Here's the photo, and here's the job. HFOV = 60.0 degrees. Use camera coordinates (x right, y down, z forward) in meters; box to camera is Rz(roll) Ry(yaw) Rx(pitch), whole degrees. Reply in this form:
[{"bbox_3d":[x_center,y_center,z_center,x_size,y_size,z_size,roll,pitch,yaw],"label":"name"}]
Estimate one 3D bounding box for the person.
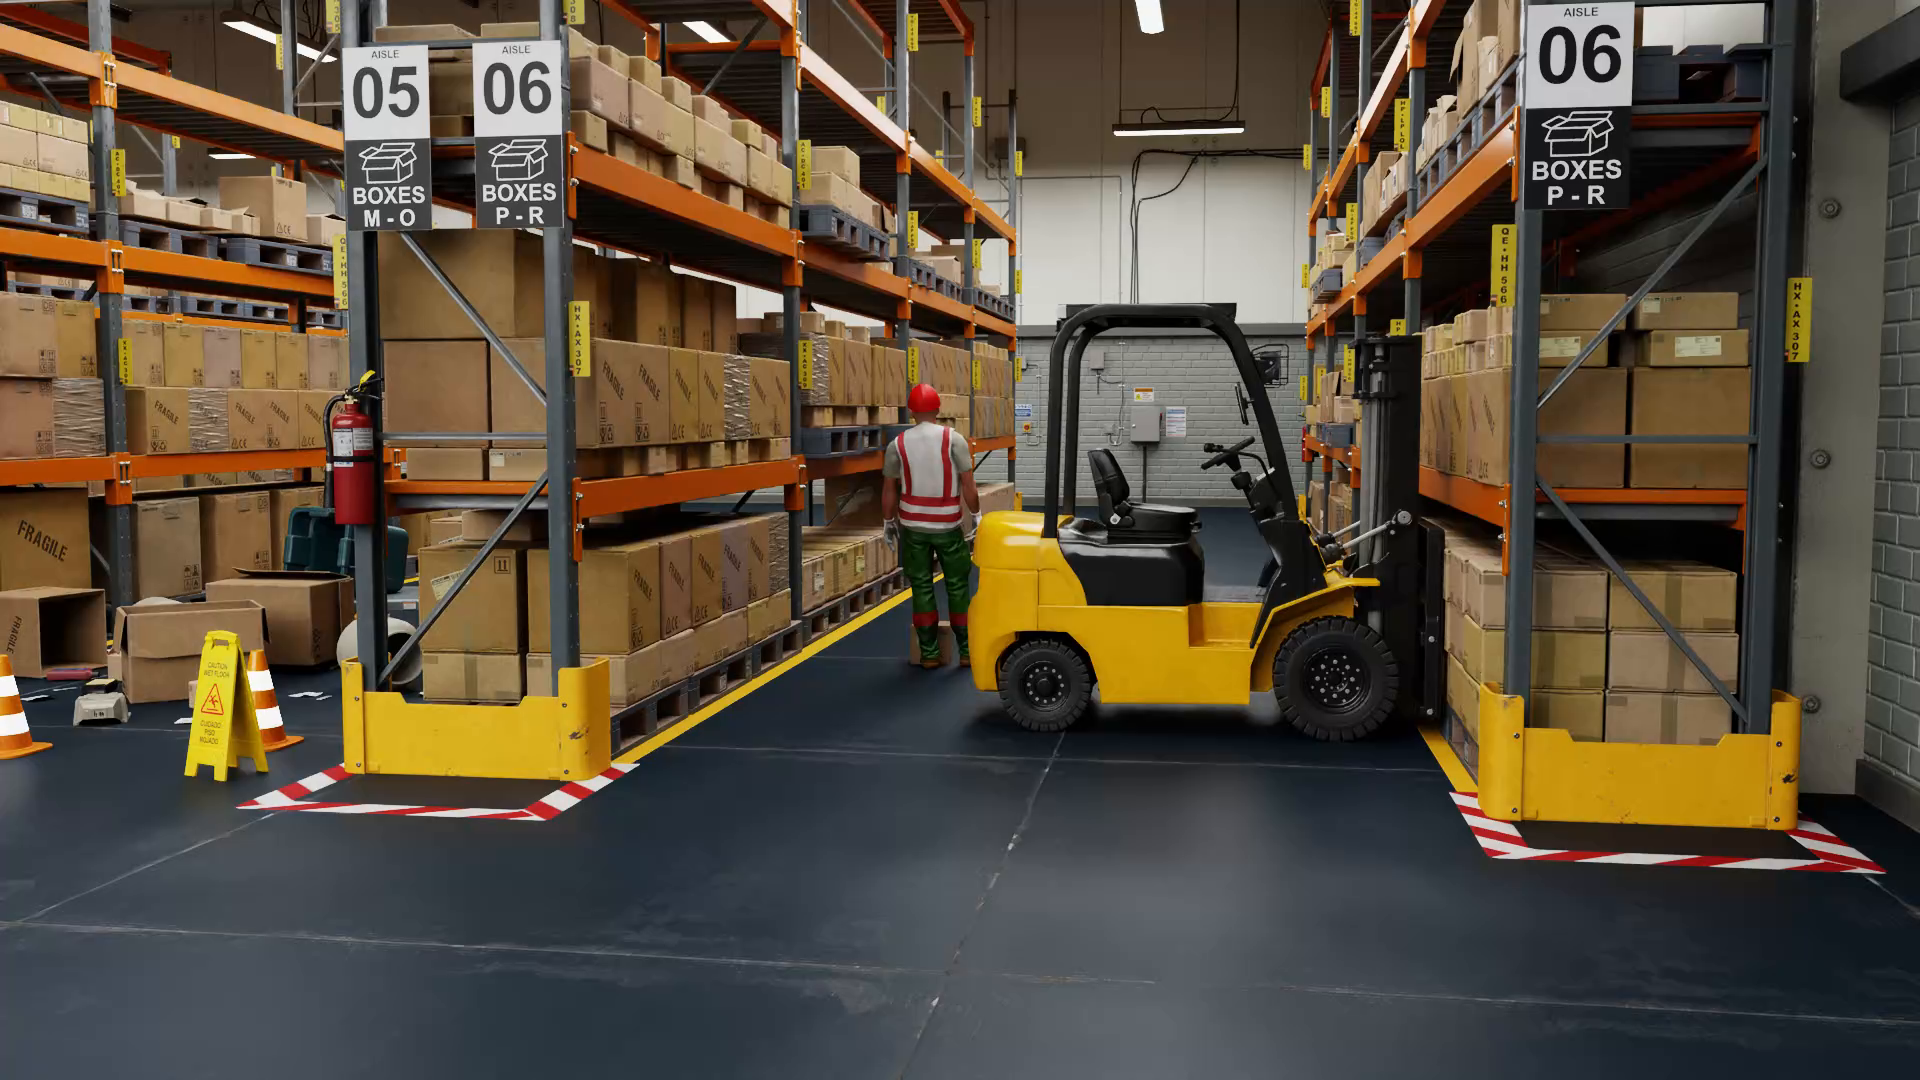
[{"bbox_3d":[-0.163,-0.094,10.530,0.638,1.787,0.564,1,4,7],"label":"person"}]
